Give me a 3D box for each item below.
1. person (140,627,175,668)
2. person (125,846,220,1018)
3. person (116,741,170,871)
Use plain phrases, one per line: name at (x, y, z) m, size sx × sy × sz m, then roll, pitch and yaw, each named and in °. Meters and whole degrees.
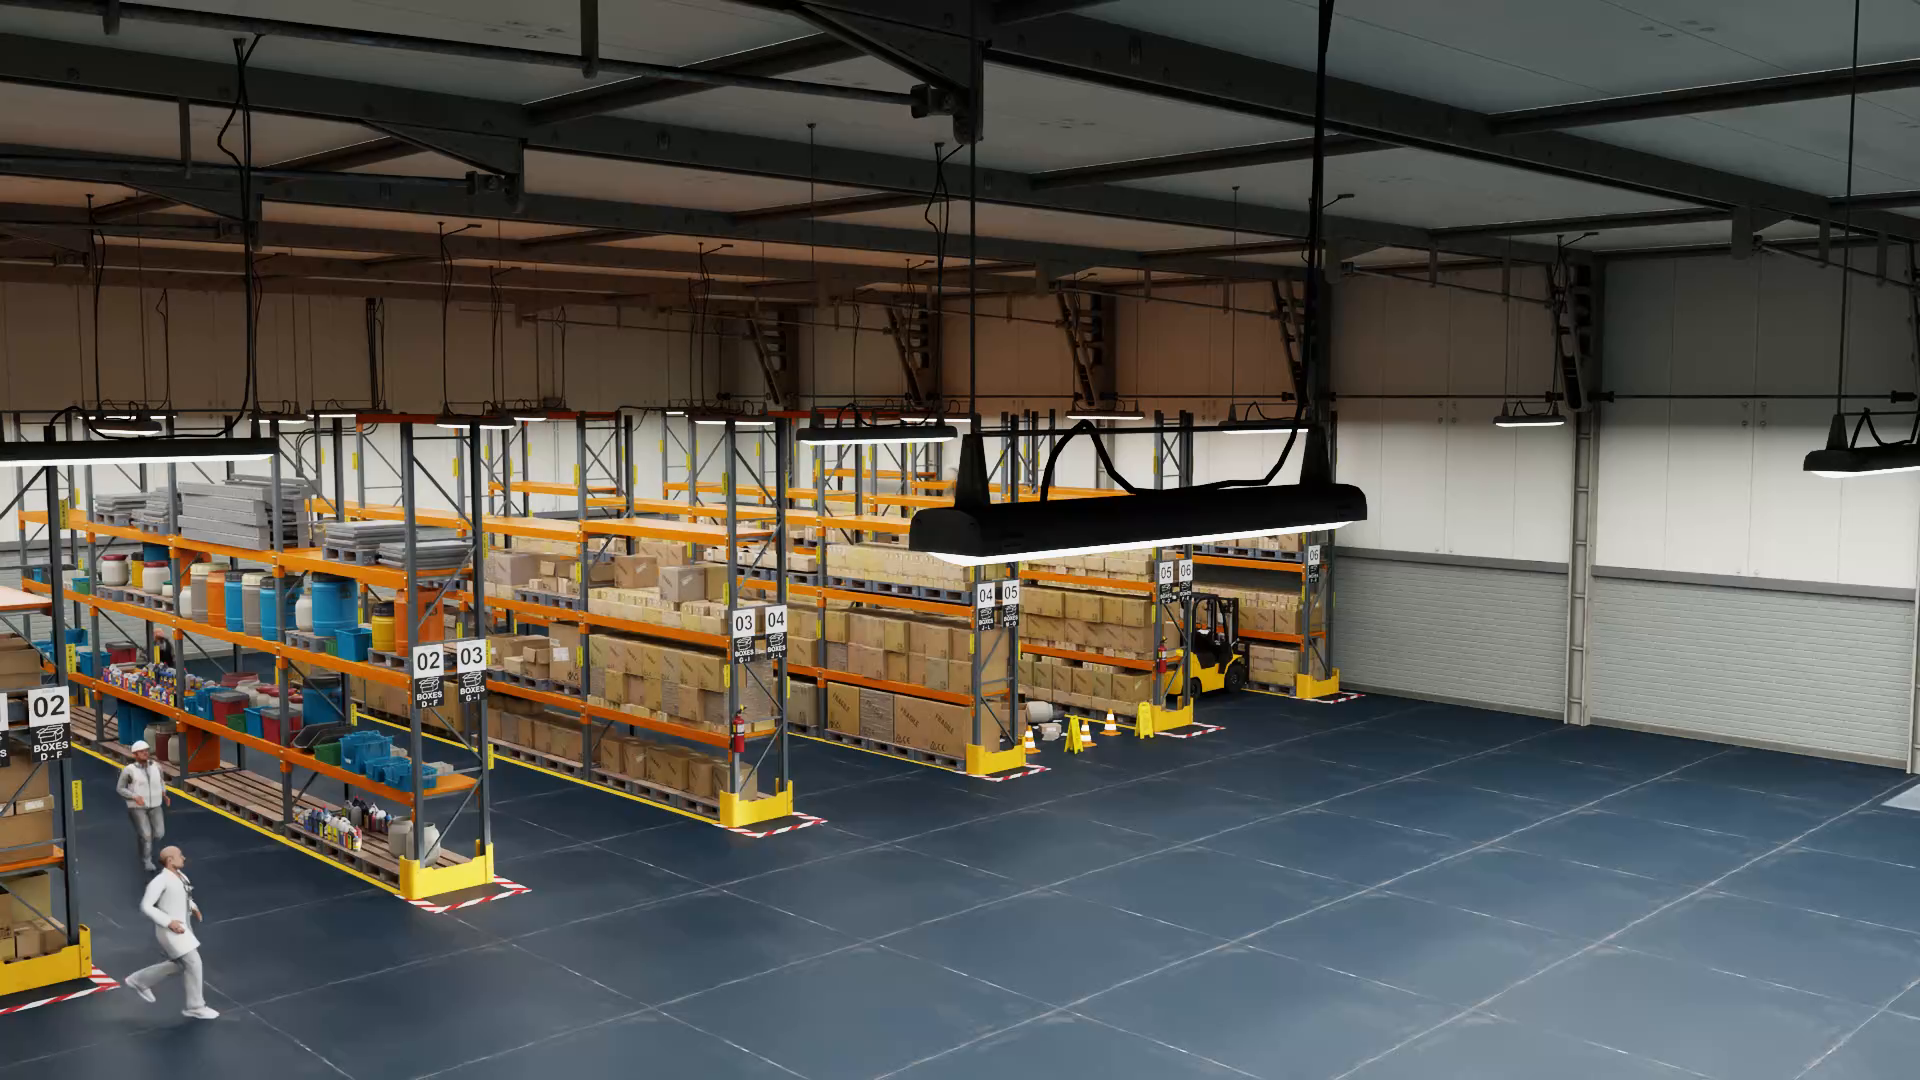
person at (-16.010, 2.596, 33.401) m, size 0.638 × 1.690 × 0.666 m, roll 3°, pitch 6°, yaw 27°
person at (-8.062, 4.006, 16.996) m, size 0.949 × 1.776 × 0.743 m, roll -1°, pitch 5°, yaw -9°
person at (-10.929, 3.544, 22.271) m, size 0.585 × 1.731 × 0.661 m, roll 4°, pitch 6°, yaw 39°
